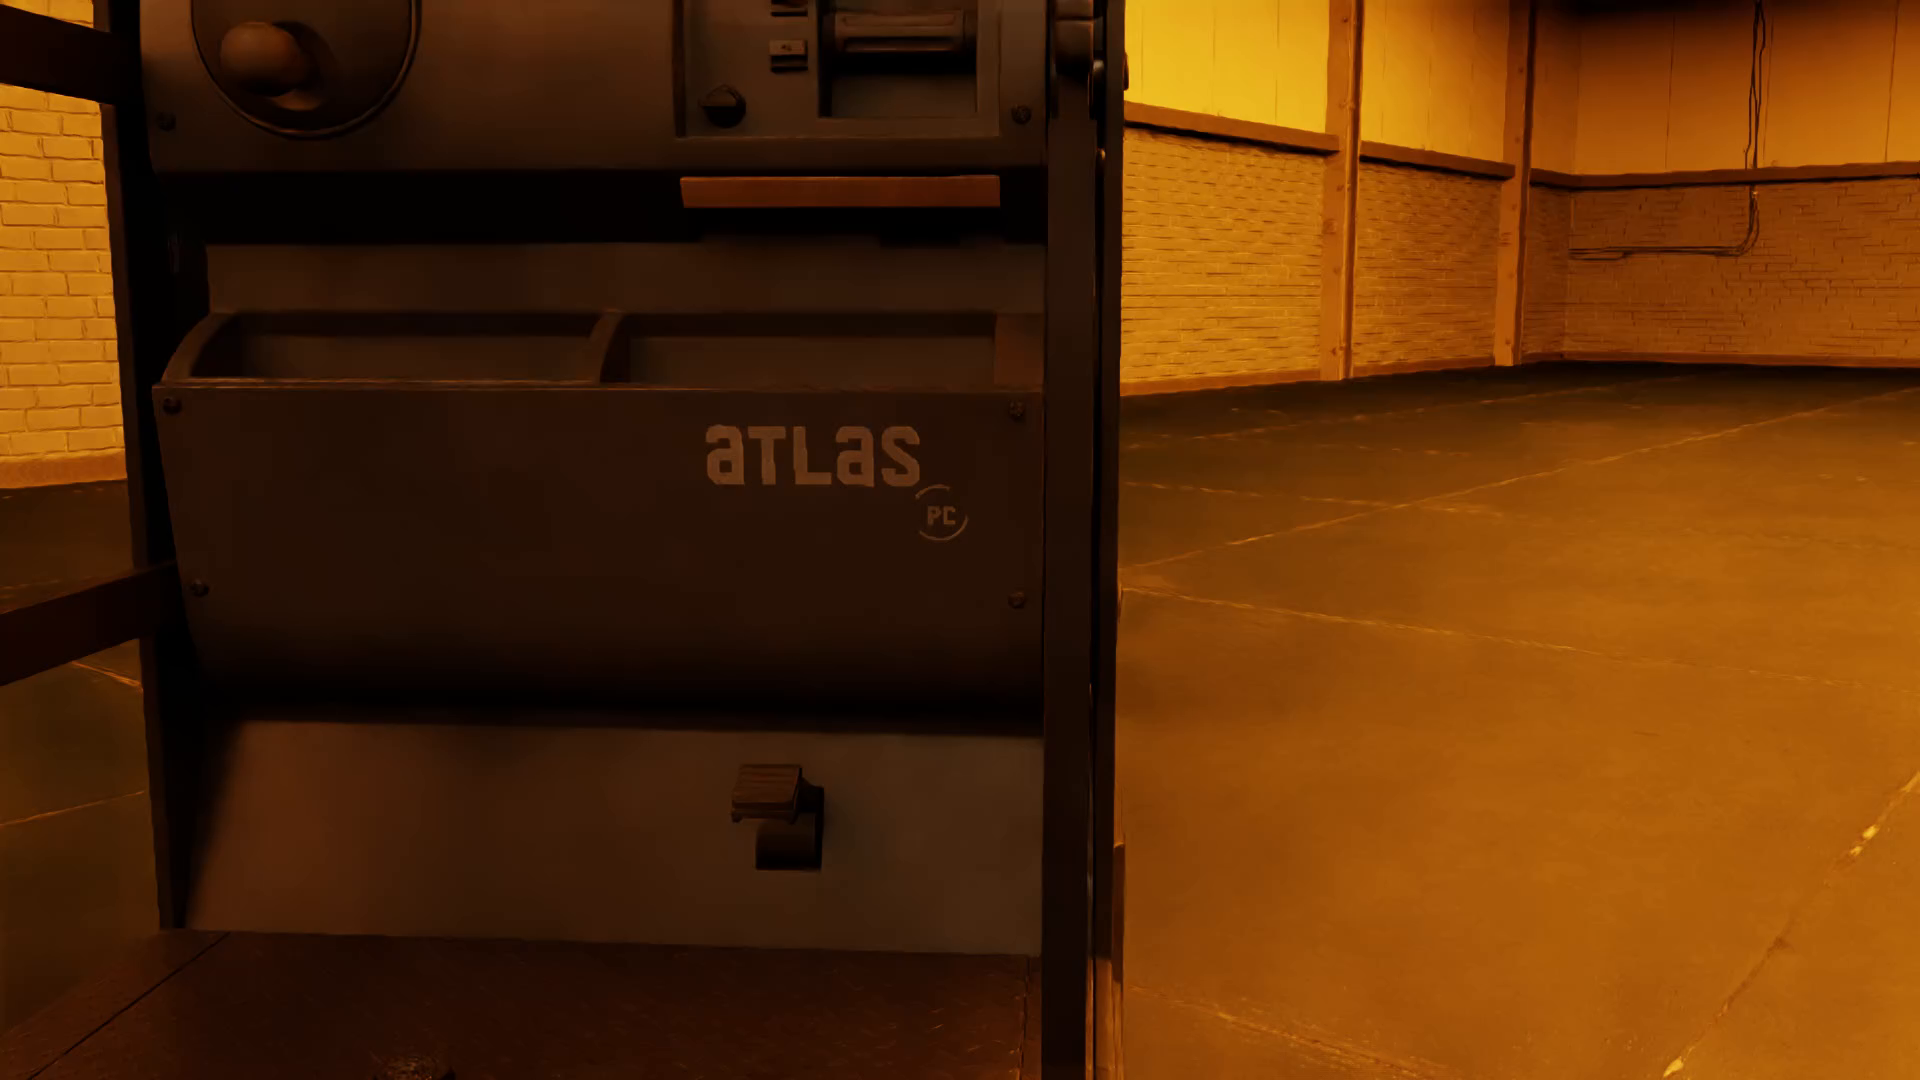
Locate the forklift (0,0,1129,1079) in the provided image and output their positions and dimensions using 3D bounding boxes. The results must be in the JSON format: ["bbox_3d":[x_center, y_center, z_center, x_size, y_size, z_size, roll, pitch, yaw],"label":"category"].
[{"bbox_3d":[-0.389,-0.616,1.492,1.130,2.935,3.031,1,8,5],"label":"forklift"}]
